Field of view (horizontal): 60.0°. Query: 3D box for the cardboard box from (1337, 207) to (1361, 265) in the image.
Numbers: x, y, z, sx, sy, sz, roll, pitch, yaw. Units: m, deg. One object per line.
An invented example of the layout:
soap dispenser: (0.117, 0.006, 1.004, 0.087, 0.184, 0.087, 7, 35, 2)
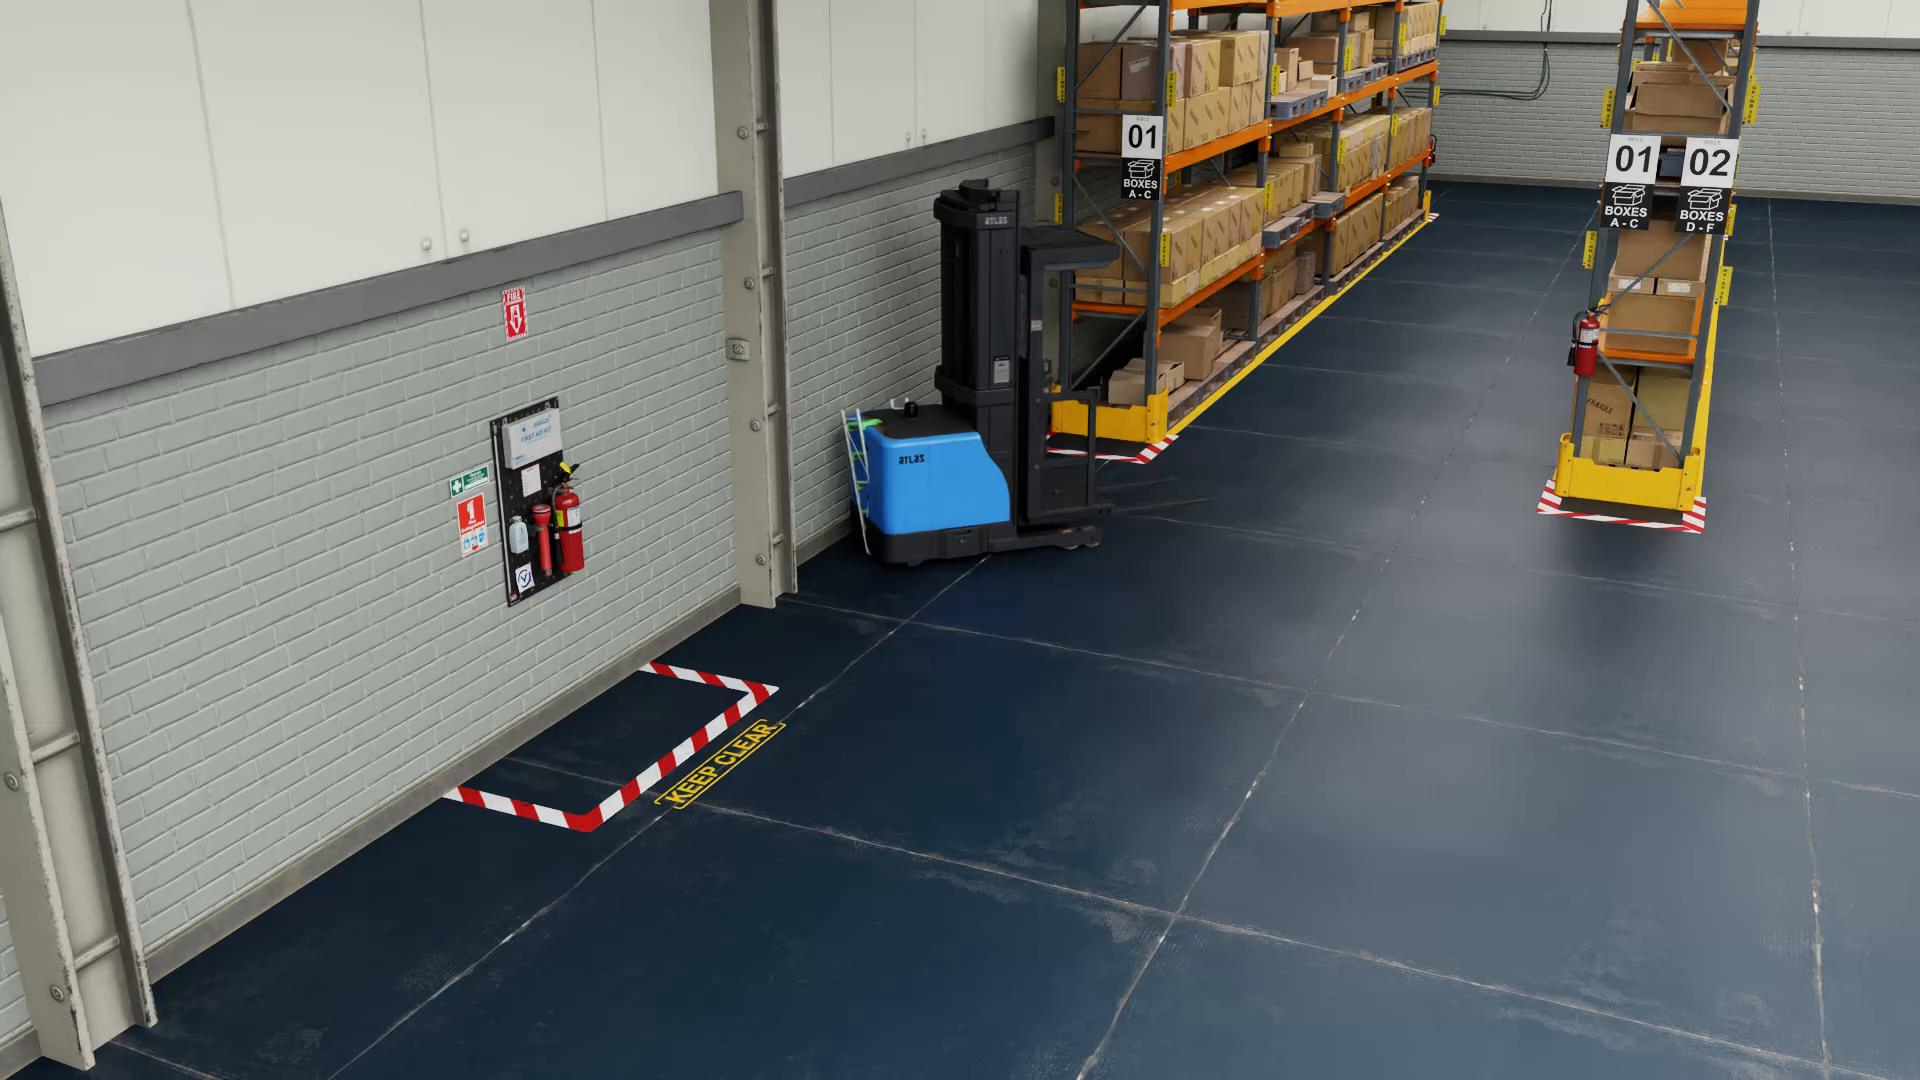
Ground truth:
cardboard box: (5.547, -4.585, 24.965, 0.750, 0.750, 0.750, 8, 21, 22)

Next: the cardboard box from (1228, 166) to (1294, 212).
cardboard box: (3.840, -4.484, 21.294, 0.700, 0.500, 0.500, 12, 23, 30)

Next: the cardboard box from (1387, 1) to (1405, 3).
cardboard box: (7.518, -9.122, 28.995, 0.500, 0.500, 0.500, 8, 21, 21)

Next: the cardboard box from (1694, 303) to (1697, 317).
cardboard box: (6.629, -2.302, 15.816, 0.700, 0.500, 0.500, 9, 21, 23)

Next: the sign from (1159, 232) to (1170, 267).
sign: (1.981, -2.814, 16.112, 0.100, 0.325, 0.005, 9, 21, 23)

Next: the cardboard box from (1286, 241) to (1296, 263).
cardboard box: (4.224, -3.916, 22.458, 0.500, 0.250, 0.500, 9, 21, 24)

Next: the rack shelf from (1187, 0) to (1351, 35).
rack shelf: (3.943, -6.614, 20.806, 1.077, 0.370, 4.000, 9, 21, 23)

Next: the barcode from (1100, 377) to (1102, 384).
barcode: (1.494, -1.685, 17.572, 0.001, 0.075, 0.075, 9, 21, 23)

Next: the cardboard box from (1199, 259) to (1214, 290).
cardboard box: (2.389, -2.840, 17.673, 0.500, 0.250, 0.500, 8, 21, 22)

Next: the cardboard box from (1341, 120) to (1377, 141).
cardboard box: (6.015, -6.210, 25.211, 0.500, 0.250, 0.500, 9, 21, 24)

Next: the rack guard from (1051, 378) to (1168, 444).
rack guard: (1.517, -1.326, 16.951, 1.175, 0.500, 0.348, 9, 21, 23)

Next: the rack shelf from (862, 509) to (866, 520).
rack shelf: (-0.548, -0.230, 13.686, 0.480, 0.148, 0.258, -16, 11, -35)

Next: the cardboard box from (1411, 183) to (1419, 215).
cardboard box: (7.842, -6.164, 29.928, 0.700, 0.500, 0.500, 9, 21, 23)

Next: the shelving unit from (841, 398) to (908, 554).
shelving unit: (-0.598, -0.527, 13.640, 0.503, 1.200, 0.258, -16, 11, -35)

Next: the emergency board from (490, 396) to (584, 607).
emergency board: (-2.521, -0.229, 10.135, 0.194, 1.169, 0.643, 9, 21, 23)

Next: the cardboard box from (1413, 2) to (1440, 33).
cardboard box: (7.987, -9.051, 28.795, 0.500, 0.500, 0.500, 8, 21, 23)

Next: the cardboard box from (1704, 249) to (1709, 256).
cardboard box: (6.994, -2.715, 16.008, 0.380, 0.149, 0.250, 9, 21, 23)

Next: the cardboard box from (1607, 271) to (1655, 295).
cardboard box: (5.989, -2.297, 14.835, 0.380, 0.149, 0.250, 8, 21, 22)

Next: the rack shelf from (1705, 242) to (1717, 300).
rack shelf: (8.463, -3.297, 19.836, 1.077, 0.370, 4.000, 9, 21, 23)

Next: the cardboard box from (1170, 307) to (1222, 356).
cardboard box: (2.735, -2.410, 19.342, 0.500, 0.500, 0.500, 7, 21, 19)

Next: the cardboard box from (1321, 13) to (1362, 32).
cardboard box: (5.707, -7.748, 24.876, 0.500, 0.250, 0.500, 8, 21, 21)

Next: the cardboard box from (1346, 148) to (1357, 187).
cardboard box: (5.417, -5.395, 24.038, 0.500, 0.500, 0.500, 9, 22, 24)

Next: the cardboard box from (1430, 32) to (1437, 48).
cardboard box: (7.980, -8.699, 28.923, 0.500, 0.250, 0.500, 9, 22, 24)

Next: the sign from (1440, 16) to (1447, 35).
sign: (8.527, -9.086, 29.361, 0.100, 0.325, 0.005, 9, 21, 23)

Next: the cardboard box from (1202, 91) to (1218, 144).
cardboard box: (2.312, -4.337, 17.030, 0.500, 0.500, 0.500, 10, 22, 25)

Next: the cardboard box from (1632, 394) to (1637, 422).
cardboard box: (6.560, -1.369, 16.818, 0.500, 0.250, 0.500, 9, 21, 23)

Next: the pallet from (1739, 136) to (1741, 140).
pallet: (6.818, -3.760, 15.721, 1.003, 0.211, 1.213, 9, 21, 23)

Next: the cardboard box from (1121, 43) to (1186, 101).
cardboard box: (1.865, -4.506, 16.014, 0.500, 0.500, 0.500, 7, 21, 19)

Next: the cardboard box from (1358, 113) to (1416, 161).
cardboard box: (7.229, -6.900, 28.446, 0.980, 0.700, 0.700, 7, 21, 20)

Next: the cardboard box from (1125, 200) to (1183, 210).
cardboard box: (2.114, -3.411, 18.158, 0.500, 0.500, 0.500, 9, 21, 23)

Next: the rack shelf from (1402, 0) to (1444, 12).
rack shelf: (7.219, -9.059, 27.683, 1.077, 0.370, 4.000, 9, 21, 23)

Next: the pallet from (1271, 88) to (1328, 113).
pallet: (3.895, -5.519, 20.816, 1.213, 0.211, 1.003, 9, 21, 23)

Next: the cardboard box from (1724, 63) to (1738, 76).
cardboard box: (9.430, -5.846, 21.304, 0.910, 0.500, 0.500, 9, 21, 23)

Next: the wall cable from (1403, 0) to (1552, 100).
wall cable: (10.680, -10.415, 34.458, 3.097, 2.526, 0.112, 9, 21, 23)

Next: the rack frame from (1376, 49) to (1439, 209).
rack frame: (8.038, -7.371, 30.220, 1.000, 3.000, 0.127, 9, 21, 23)

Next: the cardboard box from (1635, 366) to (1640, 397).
cardboard box: (6.557, -1.723, 16.693, 0.500, 0.500, 0.500, 9, 21, 23)

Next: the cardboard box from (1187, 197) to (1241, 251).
cardboard box: (2.797, -3.502, 18.415, 0.500, 0.500, 0.500, 8, 21, 21)

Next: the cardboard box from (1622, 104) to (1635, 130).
cardboard box: (6.237, -3.796, 15.079, 0.500, 0.250, 0.500, 9, 21, 23)

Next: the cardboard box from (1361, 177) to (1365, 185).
cardboard box: (5.959, -5.515, 25.345, 0.380, 0.149, 0.250, 8, 21, 21)

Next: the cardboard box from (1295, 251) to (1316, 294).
cardboard box: (4.514, -3.728, 23.049, 0.700, 0.500, 0.500, 9, 21, 23)

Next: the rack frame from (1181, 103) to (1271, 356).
rack frame: (3.124, -3.703, 19.905, 1.000, 3.000, 0.127, 9, 21, 23)

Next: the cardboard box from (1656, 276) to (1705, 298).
cardboard box: (6.364, -2.245, 14.687, 0.380, 0.149, 0.250, 8, 21, 22)

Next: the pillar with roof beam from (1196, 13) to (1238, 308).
pillar with roof beam: (7.368, -6.883, 19.893, 9.100, 9.000, 0.400, 9, 21, 23)

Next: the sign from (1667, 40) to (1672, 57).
sign: (10.422, -7.199, 24.487, 0.100, 0.325, 0.005, 9, 21, 23)

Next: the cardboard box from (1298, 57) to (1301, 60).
cardboard box: (4.257, -6.207, 22.290, 0.500, 0.500, 0.500, 9, 21, 23)

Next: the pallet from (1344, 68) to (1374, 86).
pallet: (5.432, -6.797, 24.408, 1.003, 0.211, 1.213, 10, 22, 25)

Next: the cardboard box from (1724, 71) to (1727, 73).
cardboard box: (9.148, -5.641, 20.475, 0.500, 0.250, 0.500, 7, 21, 19)

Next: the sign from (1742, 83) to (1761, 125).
sign: (6.510, -3.586, 13.677, 0.100, 0.325, 0.005, 9, 21, 23)

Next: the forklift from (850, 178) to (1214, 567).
forklift: (0.650, -1.456, 13.690, 3.031, 2.935, 1.130, -7, 21, -19)

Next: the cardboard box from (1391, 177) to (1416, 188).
cardboard box: (7.852, -6.327, 29.418, 0.380, 0.149, 0.250, 9, 22, 24)

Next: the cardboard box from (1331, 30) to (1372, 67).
cardboard box: (5.770, -7.383, 24.971, 0.700, 0.500, 0.500, 8, 21, 22)

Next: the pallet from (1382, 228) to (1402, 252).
pallet: (6.782, -5.056, 27.872, 1.003, 0.211, 1.213, 9, 21, 23)

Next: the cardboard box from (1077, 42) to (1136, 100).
cardboard box: (1.424, -4.589, 16.248, 0.500, 0.500, 0.500, 10, 22, 25)

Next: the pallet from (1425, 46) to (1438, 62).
pallet: (7.743, -8.515, 29.090, 1.003, 0.211, 1.213, 9, 21, 23)
